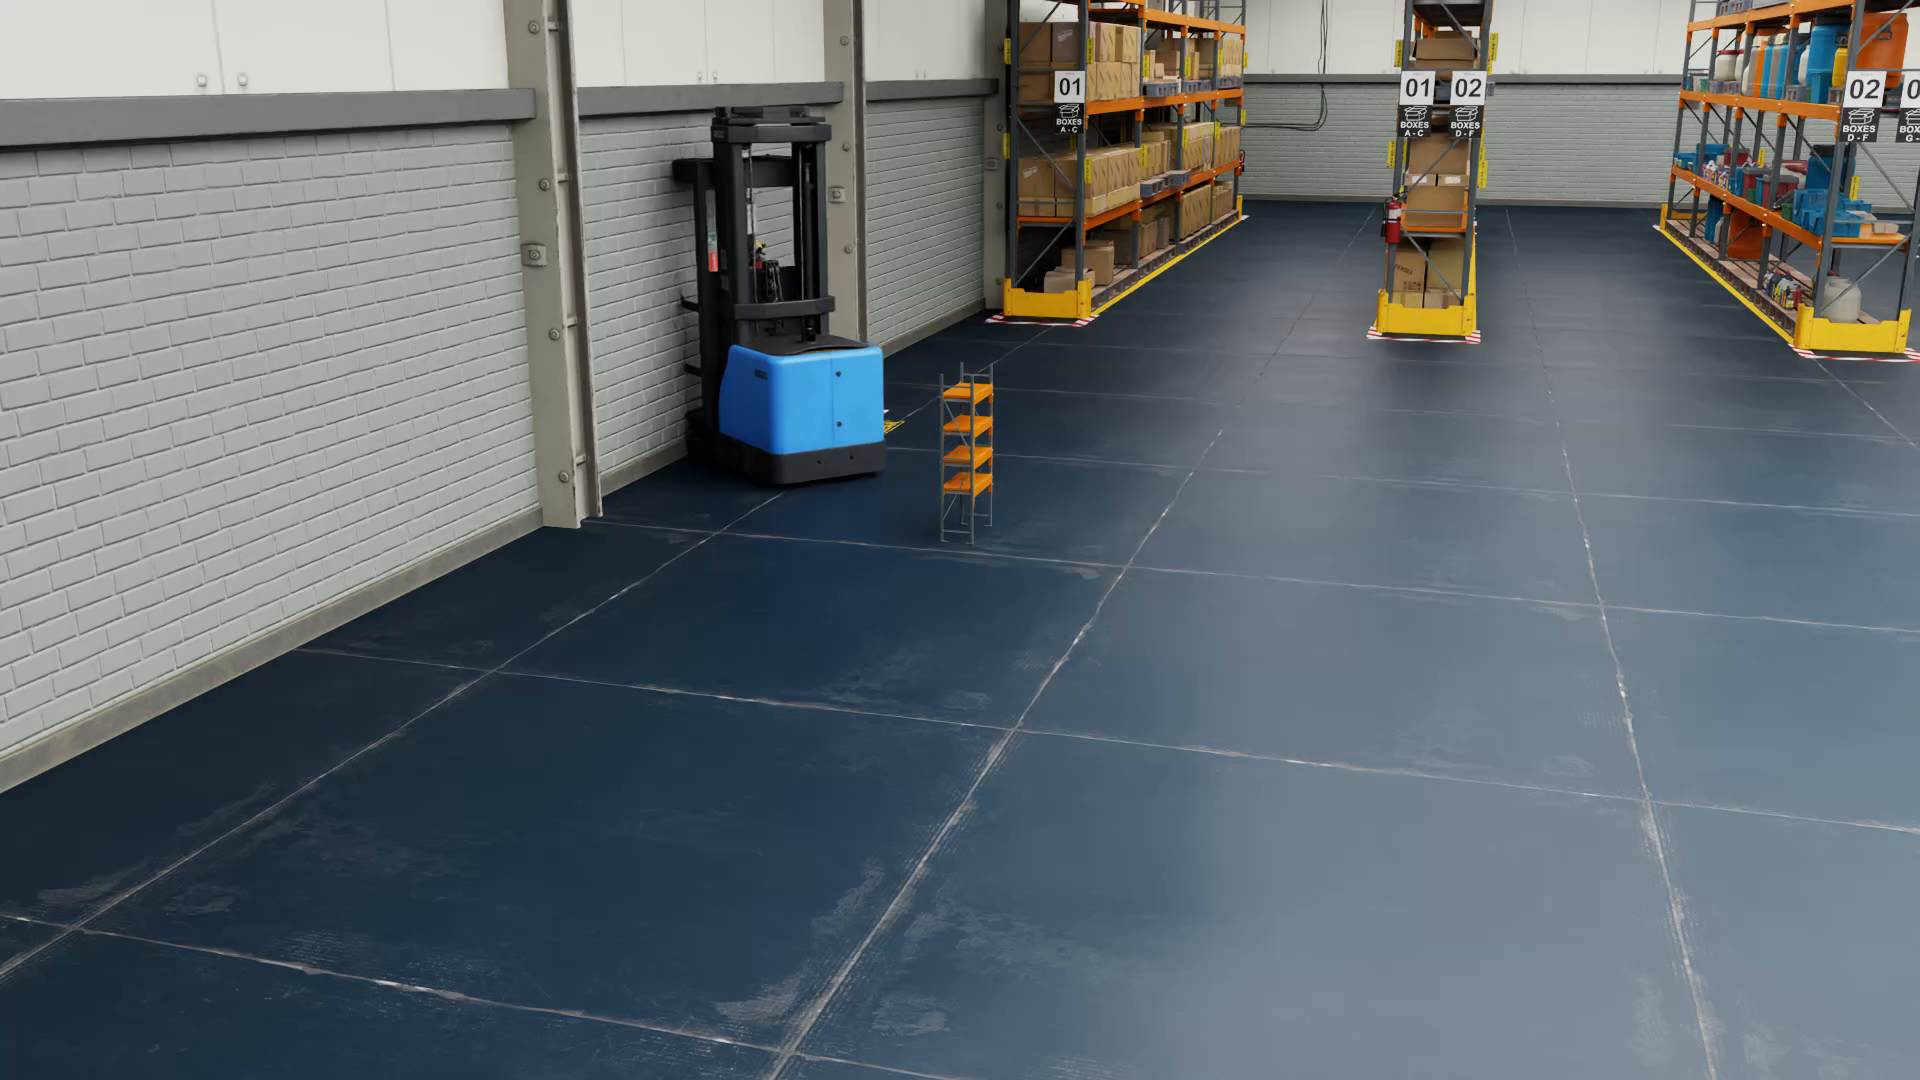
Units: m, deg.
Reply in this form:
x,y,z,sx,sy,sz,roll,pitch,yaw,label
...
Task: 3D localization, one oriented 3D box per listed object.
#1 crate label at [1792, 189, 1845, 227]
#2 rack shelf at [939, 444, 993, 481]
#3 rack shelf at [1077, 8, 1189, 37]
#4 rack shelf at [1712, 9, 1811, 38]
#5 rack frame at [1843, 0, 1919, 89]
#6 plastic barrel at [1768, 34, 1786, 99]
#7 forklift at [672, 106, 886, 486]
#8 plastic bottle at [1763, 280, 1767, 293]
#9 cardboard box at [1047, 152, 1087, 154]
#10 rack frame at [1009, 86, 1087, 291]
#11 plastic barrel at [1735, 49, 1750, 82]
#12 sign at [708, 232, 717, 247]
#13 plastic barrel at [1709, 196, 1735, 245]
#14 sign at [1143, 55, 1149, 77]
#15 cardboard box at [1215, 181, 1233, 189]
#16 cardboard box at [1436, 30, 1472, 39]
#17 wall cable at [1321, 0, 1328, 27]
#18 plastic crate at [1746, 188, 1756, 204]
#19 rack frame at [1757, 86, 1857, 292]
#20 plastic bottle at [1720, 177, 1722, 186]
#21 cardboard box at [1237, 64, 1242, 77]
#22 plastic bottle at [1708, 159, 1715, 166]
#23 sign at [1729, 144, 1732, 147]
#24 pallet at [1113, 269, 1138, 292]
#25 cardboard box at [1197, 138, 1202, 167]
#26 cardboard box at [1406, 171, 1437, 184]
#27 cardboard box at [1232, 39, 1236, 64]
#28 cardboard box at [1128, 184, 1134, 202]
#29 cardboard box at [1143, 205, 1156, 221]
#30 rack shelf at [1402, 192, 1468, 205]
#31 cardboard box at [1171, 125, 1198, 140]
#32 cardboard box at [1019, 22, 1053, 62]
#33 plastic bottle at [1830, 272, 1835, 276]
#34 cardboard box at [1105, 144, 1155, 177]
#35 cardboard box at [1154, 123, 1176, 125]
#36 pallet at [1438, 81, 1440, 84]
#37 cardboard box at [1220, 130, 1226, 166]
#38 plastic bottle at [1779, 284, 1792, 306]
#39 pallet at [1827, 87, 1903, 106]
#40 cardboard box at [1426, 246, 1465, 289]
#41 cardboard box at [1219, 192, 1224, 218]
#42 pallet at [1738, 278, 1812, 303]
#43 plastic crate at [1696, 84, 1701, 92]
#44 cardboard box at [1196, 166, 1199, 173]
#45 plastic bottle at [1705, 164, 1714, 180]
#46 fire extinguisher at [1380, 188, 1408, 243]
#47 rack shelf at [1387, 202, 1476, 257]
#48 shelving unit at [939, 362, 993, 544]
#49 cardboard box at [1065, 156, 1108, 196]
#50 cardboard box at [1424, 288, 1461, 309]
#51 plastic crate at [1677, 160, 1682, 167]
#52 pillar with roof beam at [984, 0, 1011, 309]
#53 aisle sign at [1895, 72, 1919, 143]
x,y,z,sx,sy,sz,roll,pitch,yaw,label
10.919,-4.230,21.183,0.502,0.435,0.616,5,16,16,crate label
0.047,-0.556,11.837,0.258,0.148,0.480,5,16,16,rack shelf
2.862,-8.397,26.993,1.077,0.370,4.000,5,16,16,rack shelf
13.497,-8.675,27.974,1.077,0.370,4.000,5,16,16,rack shelf
10.655,-6.597,18.597,1.000,3.000,0.127,5,16,16,rack frame
11.914,-6.763,23.759,0.600,0.901,0.600,0,16,0,plastic barrel
-1.824,-2.192,14.187,1.130,2.935,3.031,-10,19,-31,forklift
11.252,-3.547,23.159,0.097,0.201,0.097,0,16,0,plastic bottle
1.525,-5.316,23.937,0.500,0.500,0.500,5,17,17,cardboard box
1.156,-4.479,22.124,1.000,3.000,0.127,5,16,16,rack frame
13.288,-7.990,27.986,0.433,0.535,0.433,0,16,0,plastic barrel
-2.164,-2.652,14.646,0.001,0.109,0.331,5,16,16,sign
13.693,-5.717,29.563,0.600,0.901,0.708,5,16,16,plastic barrel
2.816,-7.177,25.193,0.100,0.325,0.005,5,16,16,sign
5.739,-7.738,36.236,0.380,0.149,0.250,4,16,15,cardboard box
7.257,-7.235,24.473,0.500,0.500,0.500,5,17,17,cardboard box
10.247,-13.729,40.178,3.097,2.526,0.112,5,16,16,wall cable
12.016,-5.133,24.818,0.450,0.188,0.662,5,16,16,plastic crate
11.792,-4.757,23.105,1.000,3.000,0.127,5,16,16,rack frame
12.889,-6.064,28.075,0.097,0.201,0.097,0,16,0,plastic bottle
5.750,-10.074,35.675,0.500,0.250,0.500,5,17,18,cardboard box
13.643,-6.749,30.218,0.144,0.351,0.185,5,16,16,plastic bottle
15.734,-7.937,34.016,0.100,0.325,0.005,5,16,16,sign
2.136,-4.006,25.565,1.003,0.211,1.213,5,16,16,pallet
4.254,-7.283,31.245,0.500,0.500,0.500,5,17,17,cardboard box
5.906,-4.640,21.318,0.380,0.149,0.250,5,17,17,cardboard box
5.464,-10.167,34.628,0.500,0.500,0.500,4,16,13,cardboard box
2.300,-5.186,24.855,0.500,0.250,0.500,5,17,16,cardboard box
3.053,-5.605,28.495,0.500,0.250,0.500,5,17,17,cardboard box
7.612,-5.320,26.406,1.077,0.370,4.000,5,16,16,rack shelf
4.096,-7.504,30.651,0.500,0.250,0.500,5,17,16,cardboard box
1.028,-6.594,22.031,0.500,0.500,0.500,5,17,18,cardboard box
11.831,-3.454,22.557,0.144,0.351,0.185,4,16,13,plastic bottle
2.793,-6.236,27.330,0.700,0.500,0.500,7,17,24,cardboard box
3.906,-7.811,31.732,0.500,0.250,0.500,4,16,14,cardboard box
6.826,-6.318,23.272,1.003,0.211,1.213,5,16,16,pallet
4.949,-8.094,34.320,0.980,0.700,0.700,4,16,14,cardboard box
10.894,-3.227,21.894,0.152,0.276,0.135,4,16,14,plastic bottle
10.984,-5.272,19.769,1.003,0.211,1.213,5,16,16,pallet
6.413,-3.590,21.885,0.500,0.500,0.500,5,16,16,cardboard box
5.171,-7.071,35.074,0.700,0.500,0.500,5,17,17,cardboard box
11.978,-3.624,24.221,1.003,0.211,1.213,5,16,16,pallet
14.062,-8.529,31.388,0.293,0.136,0.466,5,16,16,plastic crate
4.339,-7.068,31.675,0.380,0.149,0.250,4,16,14,cardboard box
13.464,-6.603,29.841,0.152,0.276,0.135,5,16,16,plastic bottle
5.428,-4.064,20.802,0.296,0.674,0.183,5,16,16,fire extinguisher
6.475,-4.273,22.716,1.077,0.370,4.000,5,16,16,rack shelf
0.047,-0.621,11.818,0.258,1.200,0.503,5,16,16,shelving unit
1.730,-5.008,22.851,0.500,0.500,0.500,5,16,16,cardboard box
6.273,-3.098,21.525,0.500,0.250,0.500,5,16,16,cardboard box
14.453,-7.505,33.165,0.250,0.136,0.298,5,16,16,plastic crate
4.654,-7.282,21.011,9.100,9.000,0.400,5,16,16,pillar with roof beam
10.915,-4.920,18.915,0.394,0.787,0.004,5,16,16,aisle sign
